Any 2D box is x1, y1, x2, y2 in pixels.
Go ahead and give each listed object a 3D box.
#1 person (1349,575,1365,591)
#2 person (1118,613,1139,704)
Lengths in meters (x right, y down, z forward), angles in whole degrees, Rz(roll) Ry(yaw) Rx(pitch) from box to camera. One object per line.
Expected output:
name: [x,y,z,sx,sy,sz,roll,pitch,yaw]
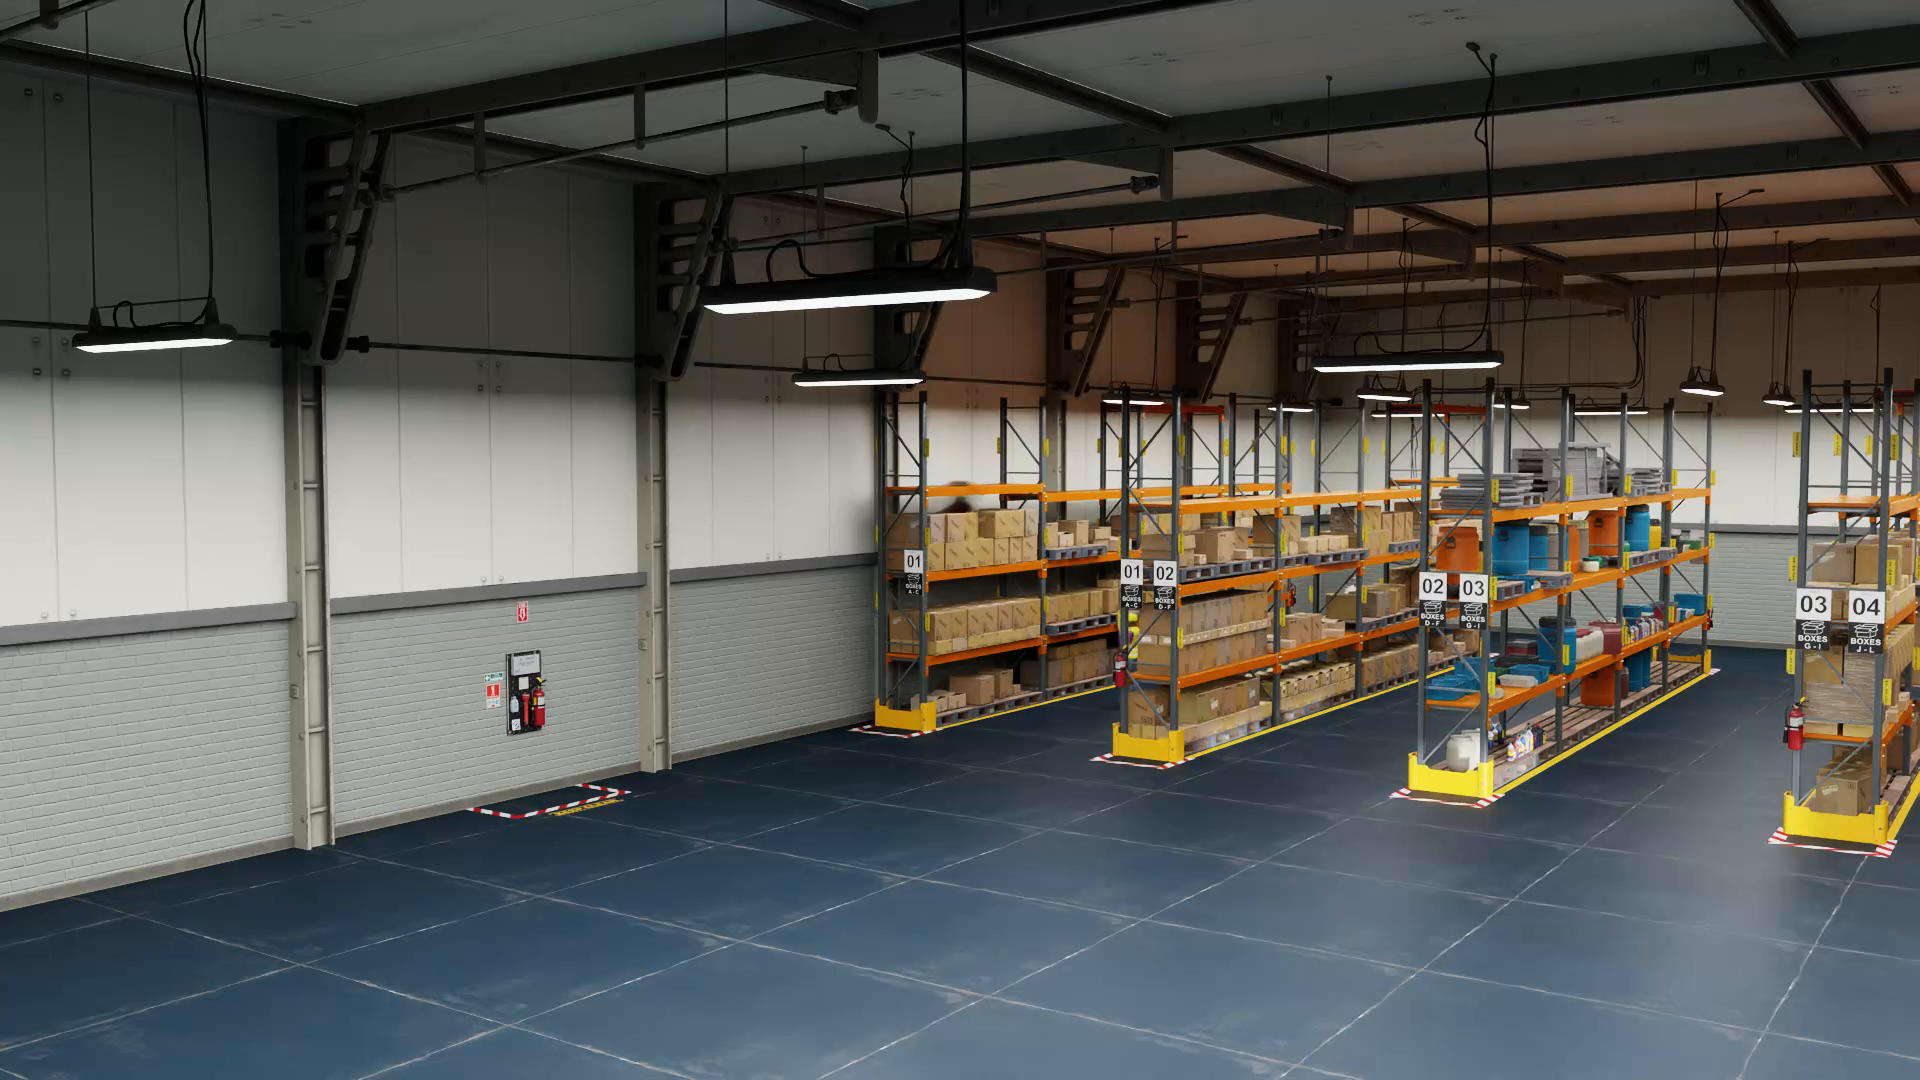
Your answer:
person: [10.199,1.775,42.559,0.548,1.792,0.536,0,3,6]
person: [3.300,2.315,32.379,0.377,1.776,0.658,2,4,31]
